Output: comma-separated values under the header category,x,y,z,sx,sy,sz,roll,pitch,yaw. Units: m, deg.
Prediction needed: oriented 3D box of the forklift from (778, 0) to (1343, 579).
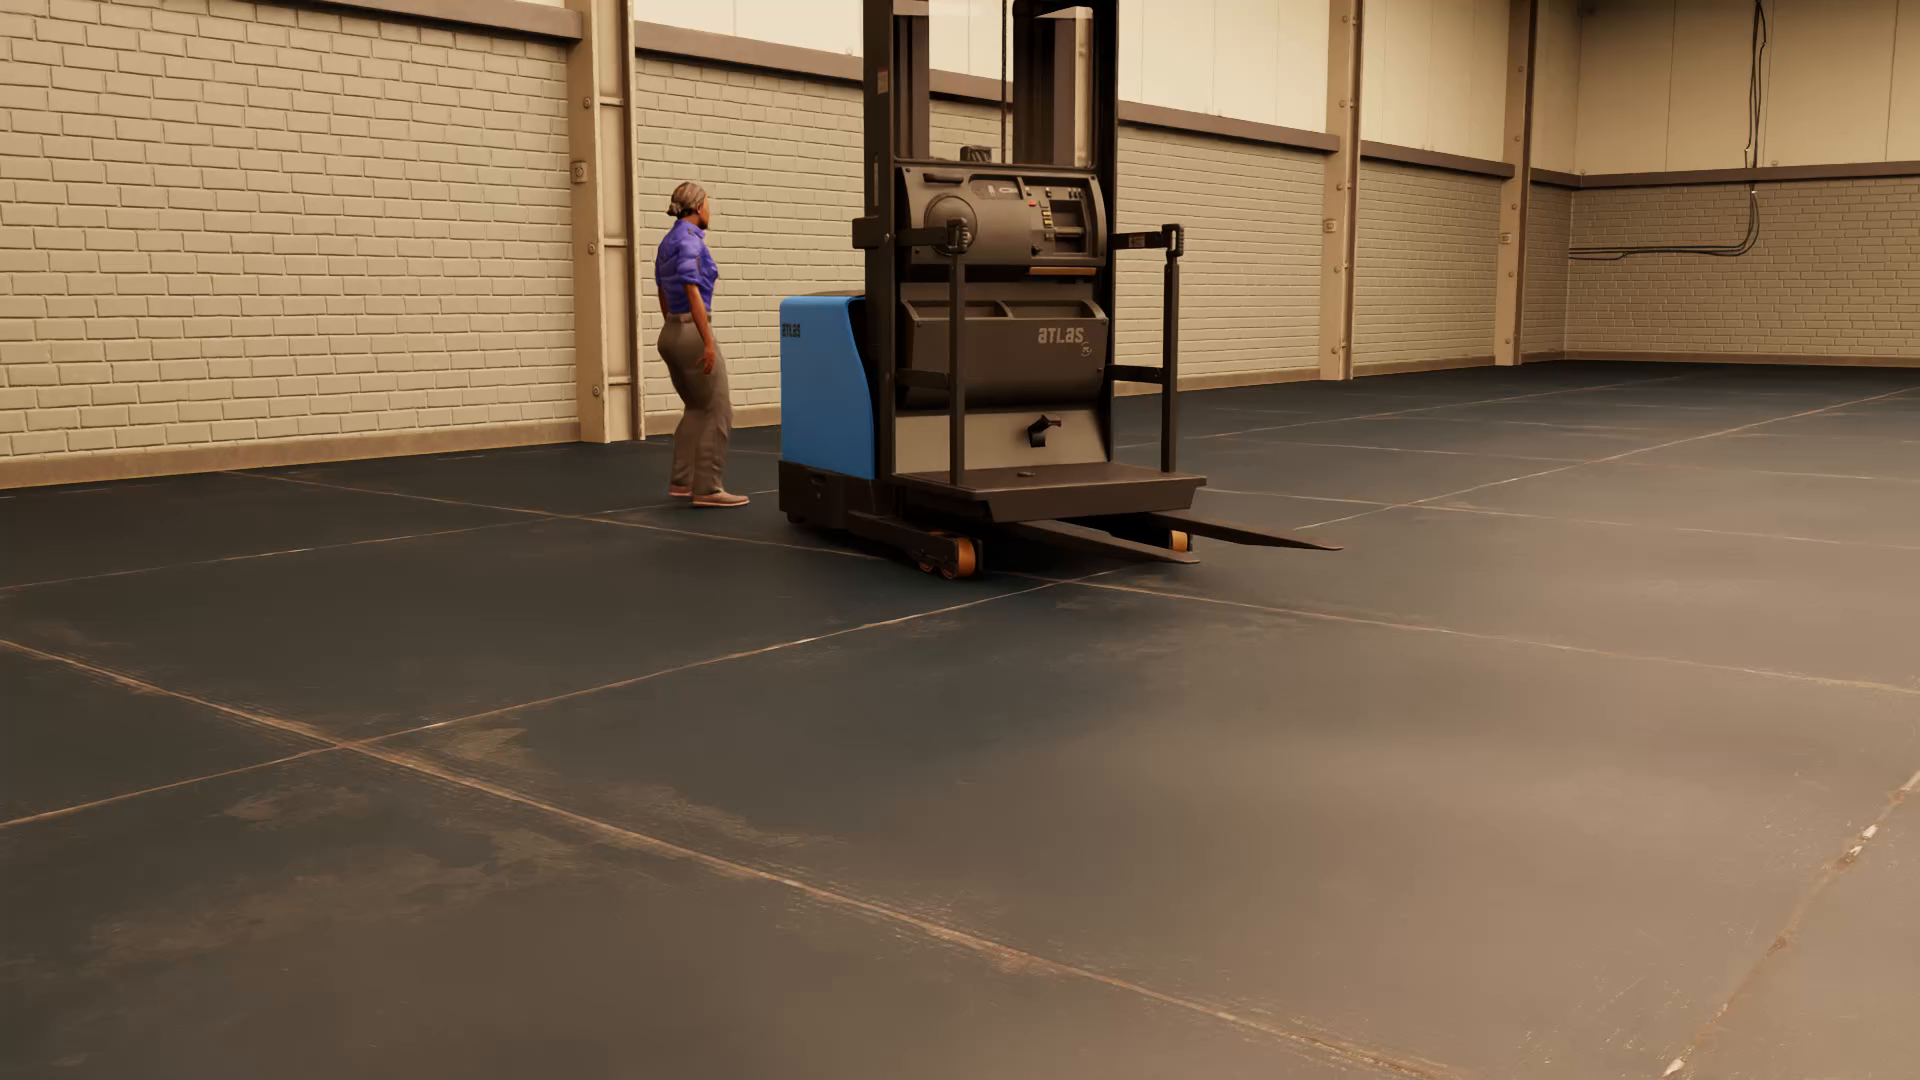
category,x,y,z,sx,sy,sz,roll,pitch,yaw
forklift,0.294,-1.373,6.664,1.130,2.935,3.031,-5,9,-28

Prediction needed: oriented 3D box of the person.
category,x,y,z,sx,sy,sz,roll,pitch,yaw
person,-1.355,-1.004,8.568,0.376,1.653,0.603,-5,10,-30
